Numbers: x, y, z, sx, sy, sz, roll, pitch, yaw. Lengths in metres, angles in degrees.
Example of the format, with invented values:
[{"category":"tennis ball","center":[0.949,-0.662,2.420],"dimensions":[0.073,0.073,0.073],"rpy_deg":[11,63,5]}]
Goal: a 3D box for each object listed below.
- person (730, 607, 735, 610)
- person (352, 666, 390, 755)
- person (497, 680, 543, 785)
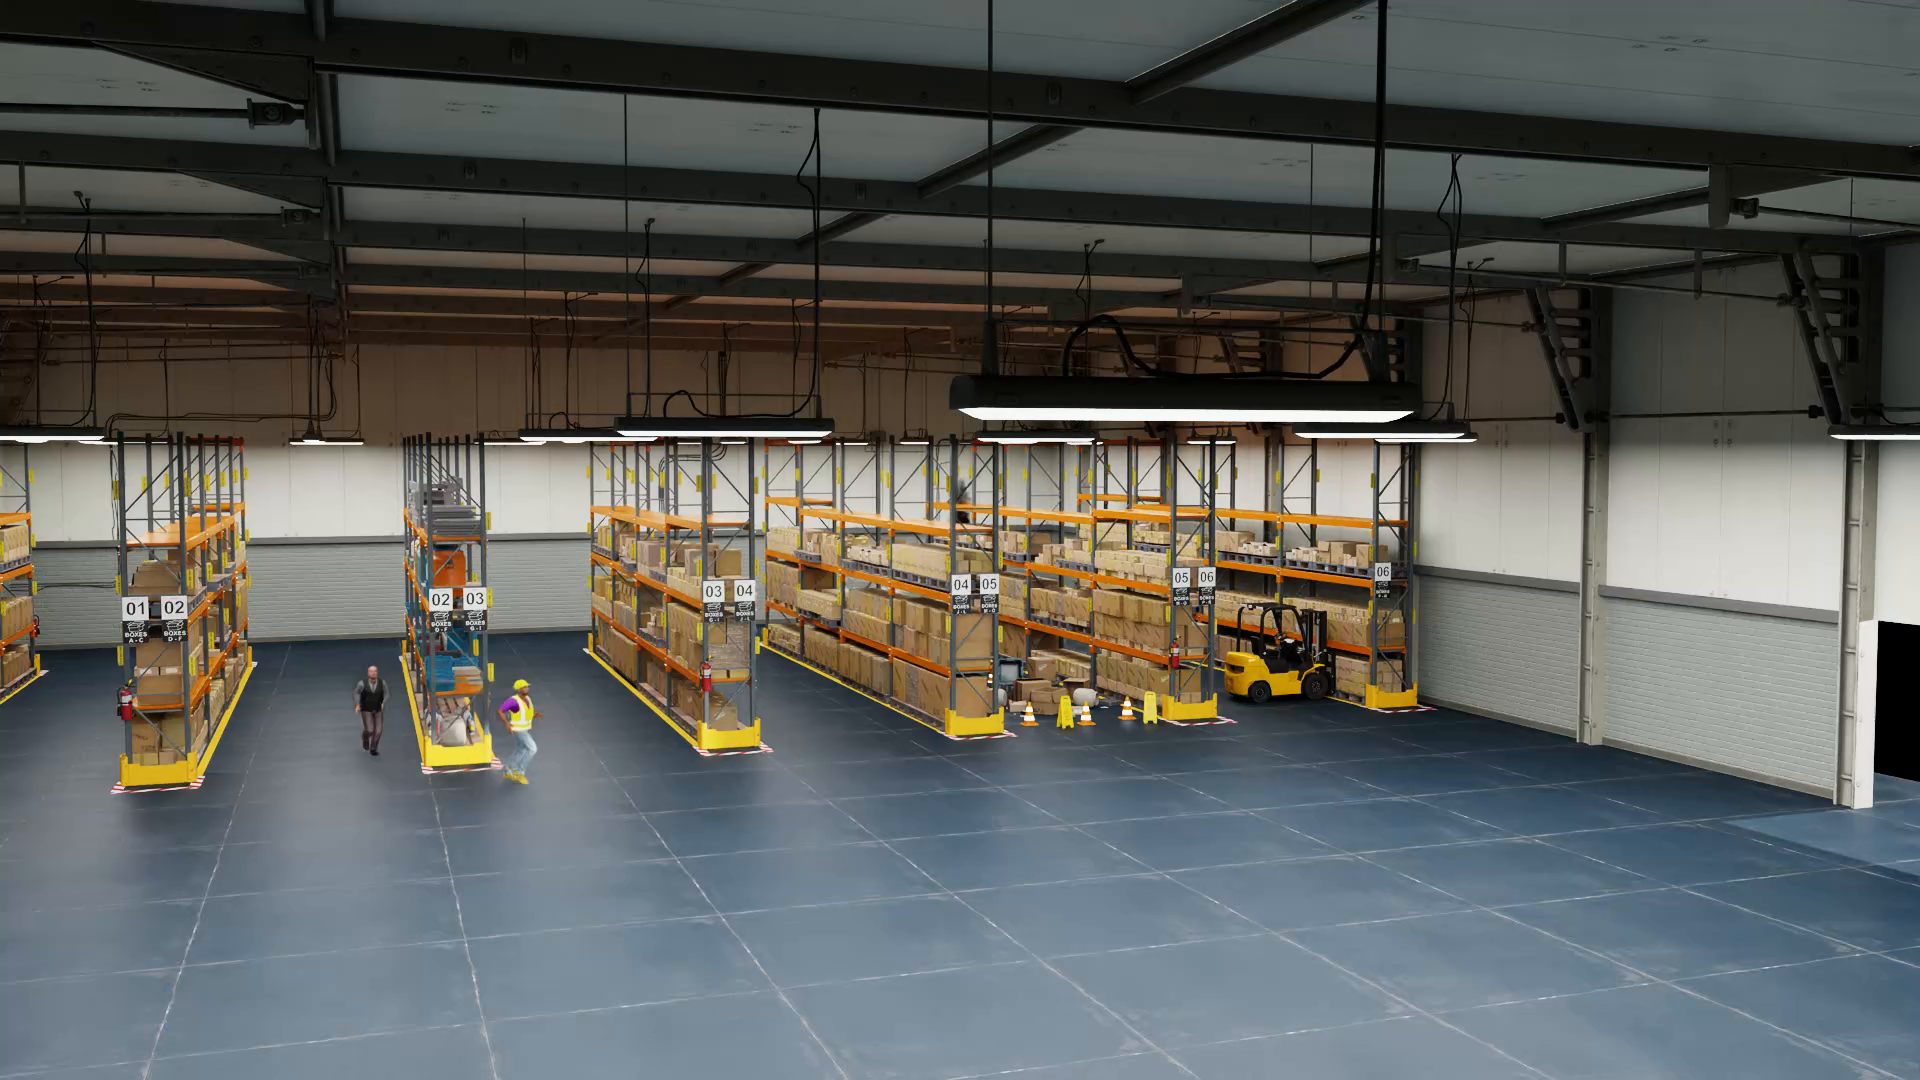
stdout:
[{"category":"person","center":[-6.344,2.266,46.408],"dimensions":[0.646,1.843,0.767],"rpy_deg":[-1,3,-17]},{"category":"person","center":[-10.898,3.175,30.853],"dimensions":[0.644,1.672,0.610],"rpy_deg":[-2,4,-29]},{"category":"person","center":[-7.485,3.272,28.388],"dimensions":[0.719,1.787,0.676],"rpy_deg":[1,3,12]}]
